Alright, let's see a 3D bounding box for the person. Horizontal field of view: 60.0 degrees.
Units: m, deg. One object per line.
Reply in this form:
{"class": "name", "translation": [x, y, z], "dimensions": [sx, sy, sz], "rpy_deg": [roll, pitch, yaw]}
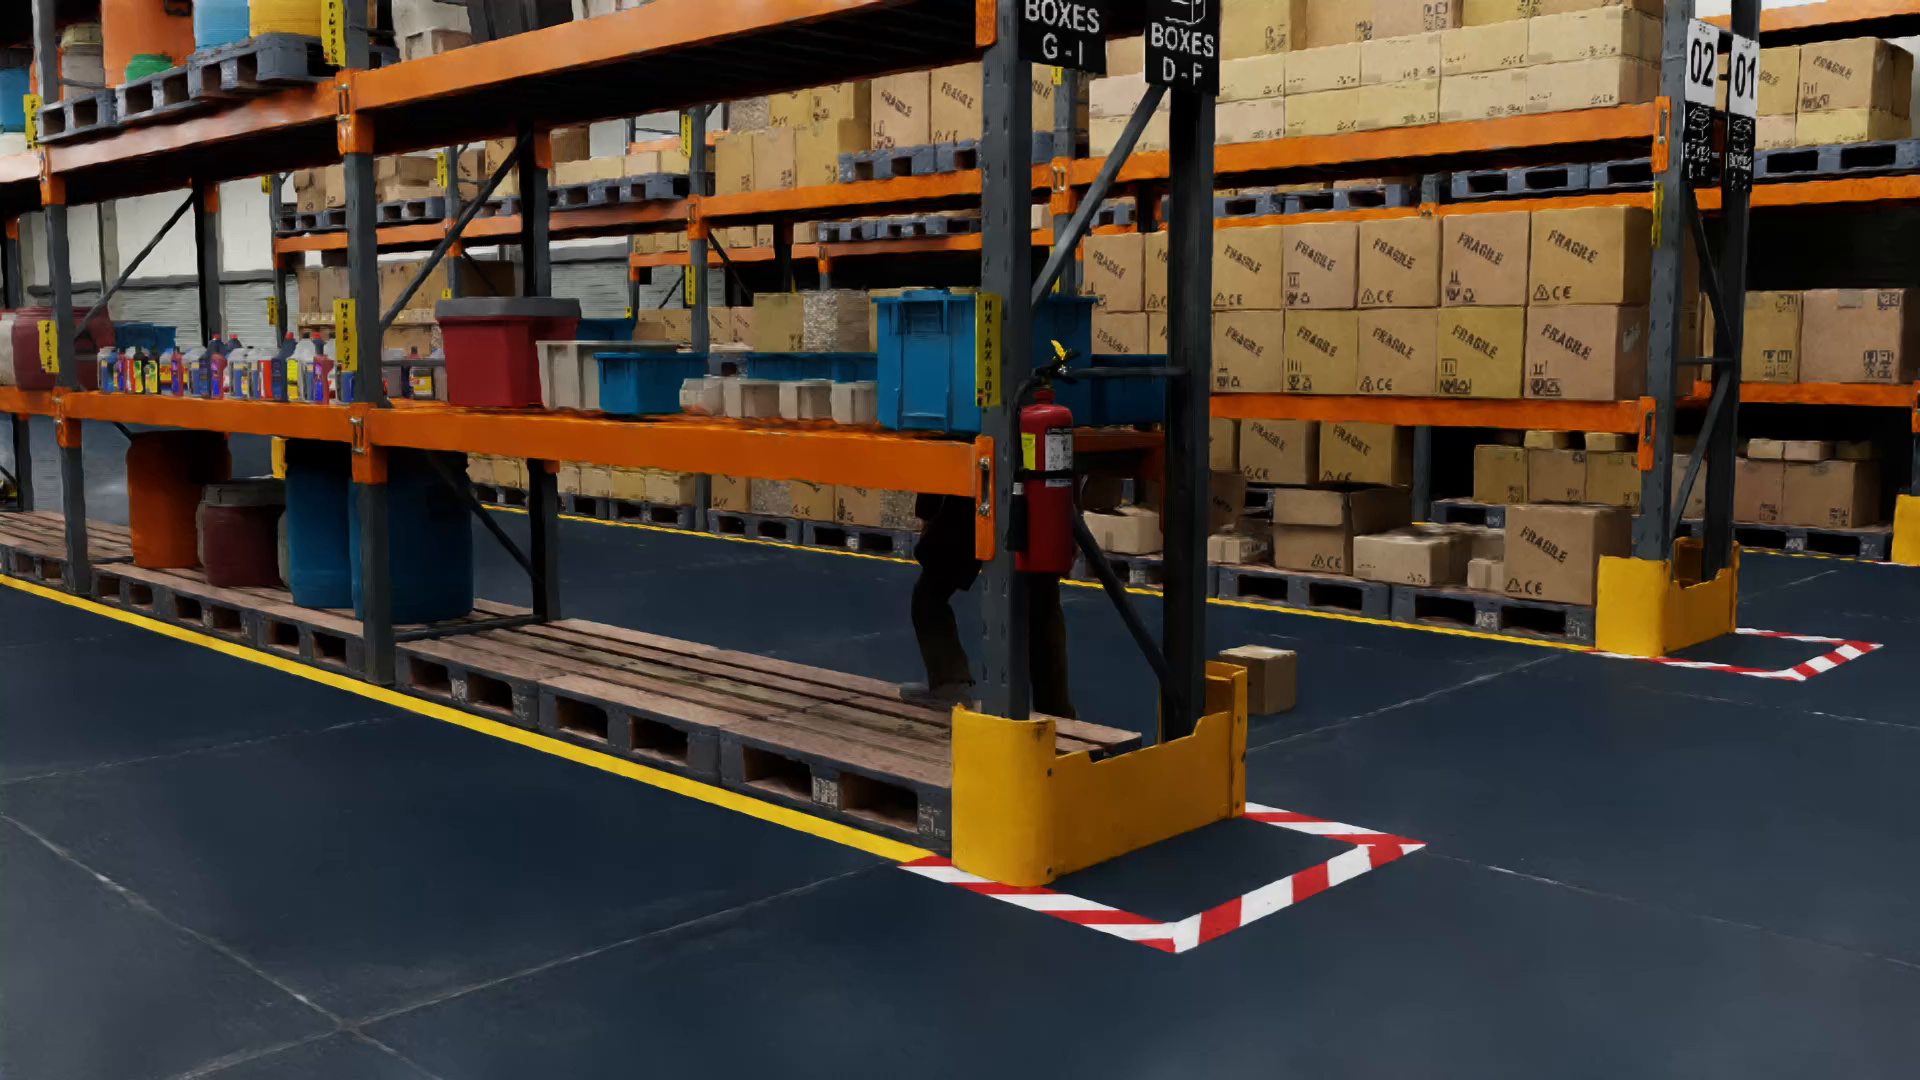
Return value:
{"class": "person", "translation": [0.130, -0.066, 6.507], "dimensions": [0.728, 1.769, 0.612], "rpy_deg": [0, 7, 4]}
